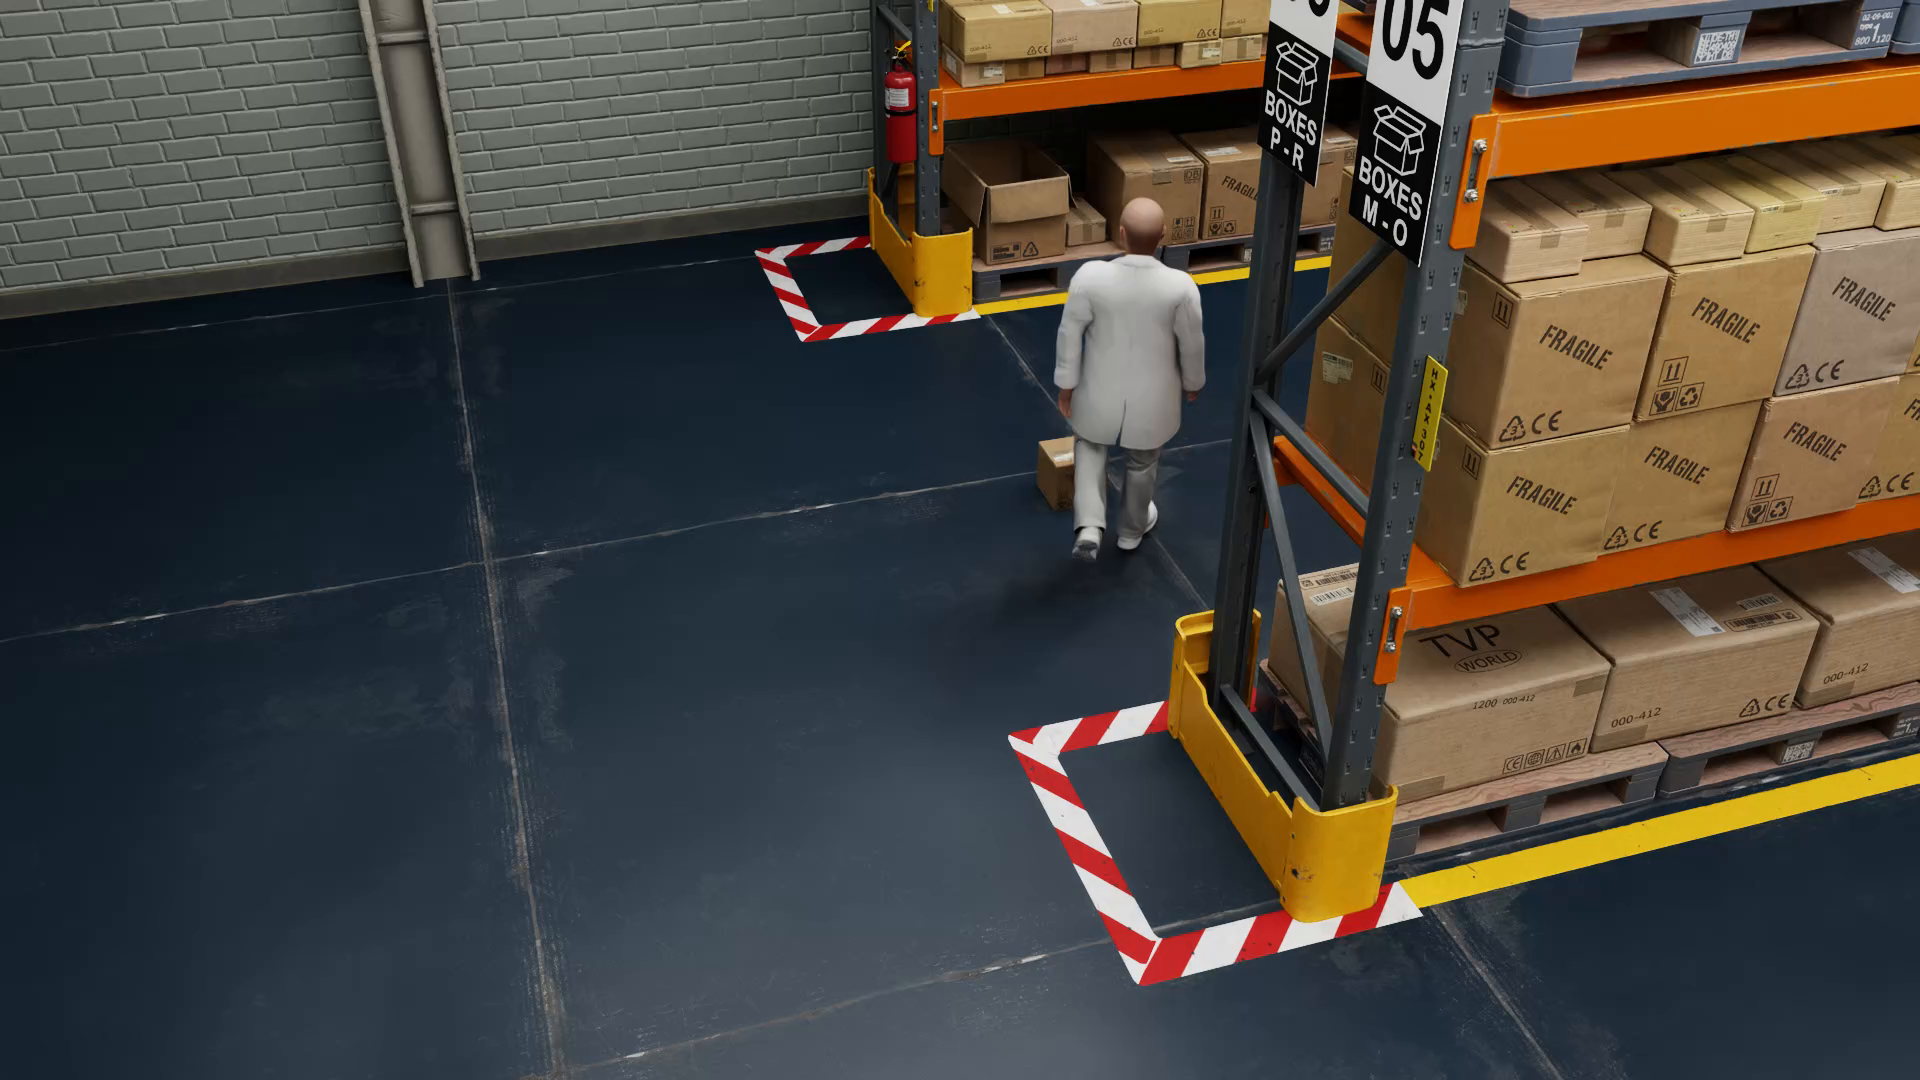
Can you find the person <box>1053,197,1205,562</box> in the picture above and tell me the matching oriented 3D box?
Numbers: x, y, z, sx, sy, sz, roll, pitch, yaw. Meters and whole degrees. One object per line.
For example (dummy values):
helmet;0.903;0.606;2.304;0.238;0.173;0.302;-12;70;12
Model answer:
person;0.732;-0.680;7.179;0.644;1.760;0.749;6;34;9
